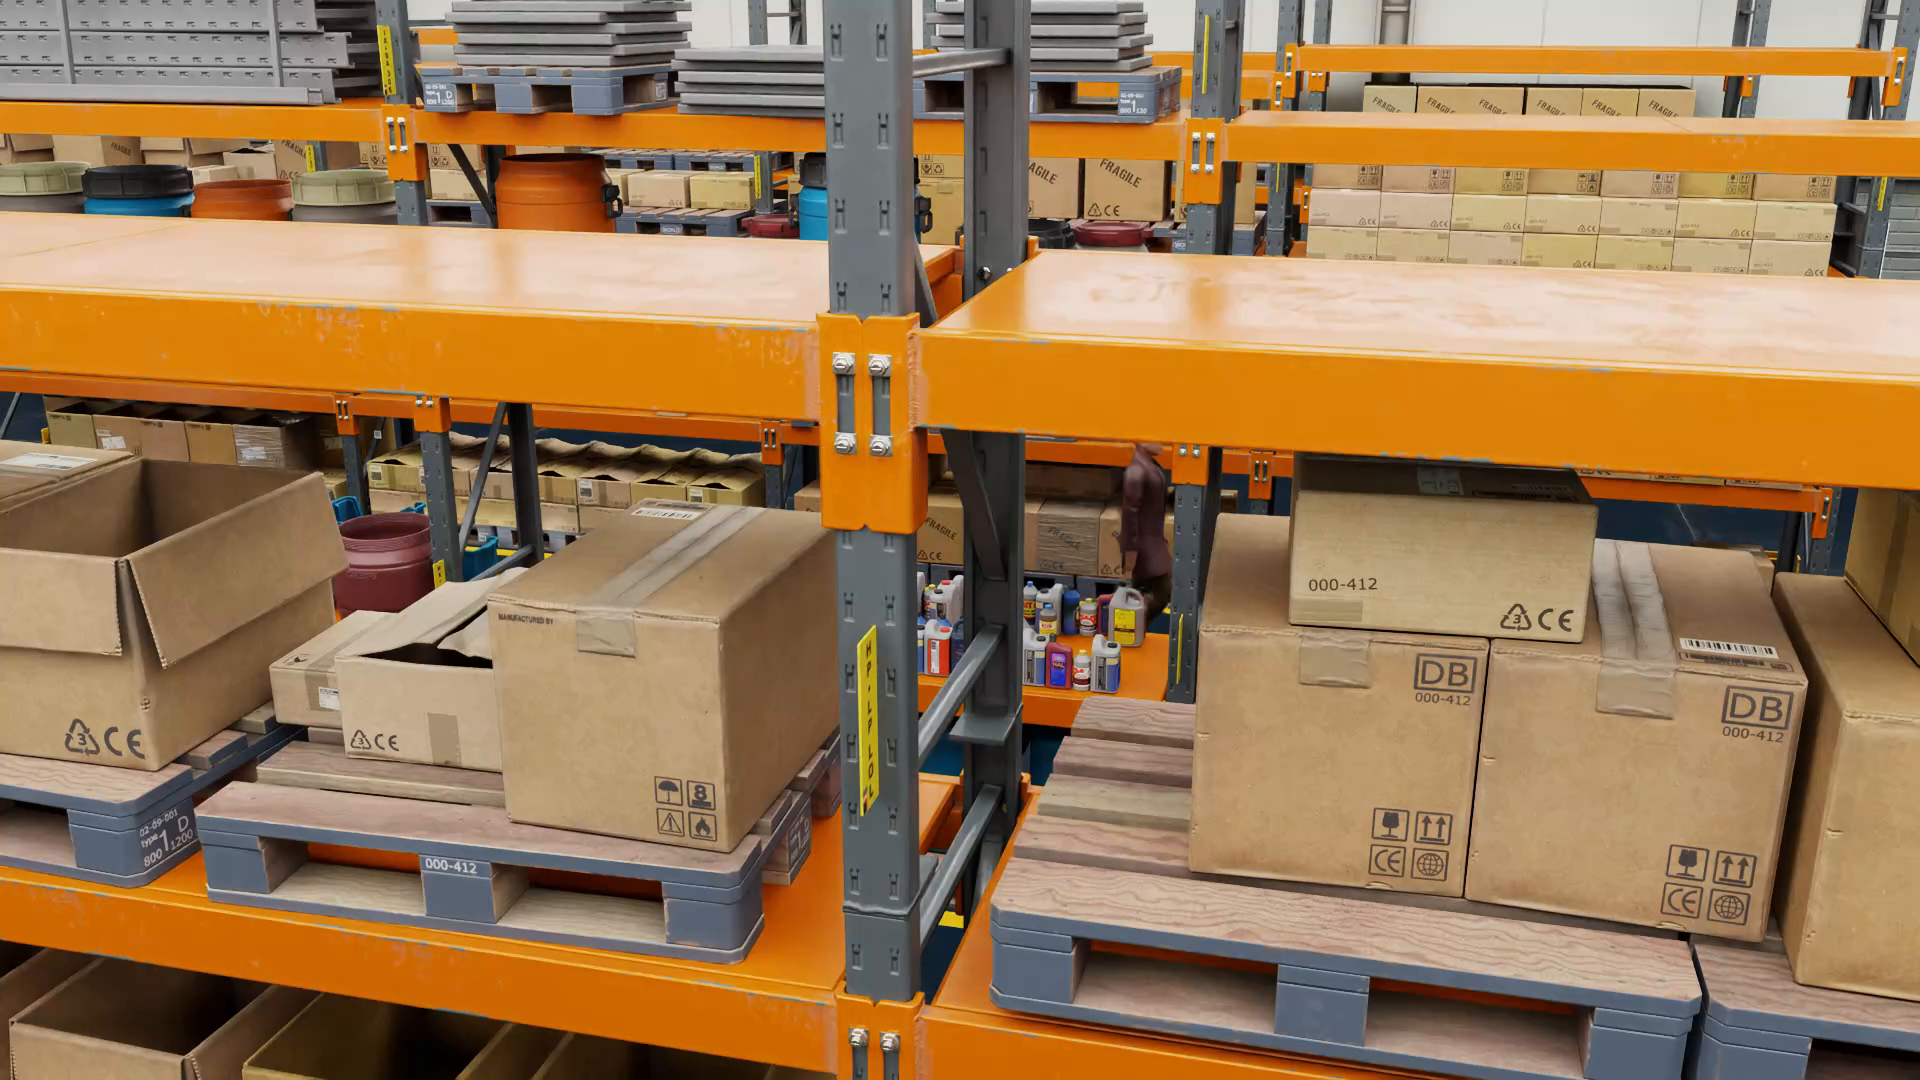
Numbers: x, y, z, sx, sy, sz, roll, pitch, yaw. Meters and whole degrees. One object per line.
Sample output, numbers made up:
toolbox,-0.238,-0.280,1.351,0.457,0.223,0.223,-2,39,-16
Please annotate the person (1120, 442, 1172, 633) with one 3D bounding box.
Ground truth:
person,1.307,0.026,11.931,0.532,1.788,0.583,4,18,11
